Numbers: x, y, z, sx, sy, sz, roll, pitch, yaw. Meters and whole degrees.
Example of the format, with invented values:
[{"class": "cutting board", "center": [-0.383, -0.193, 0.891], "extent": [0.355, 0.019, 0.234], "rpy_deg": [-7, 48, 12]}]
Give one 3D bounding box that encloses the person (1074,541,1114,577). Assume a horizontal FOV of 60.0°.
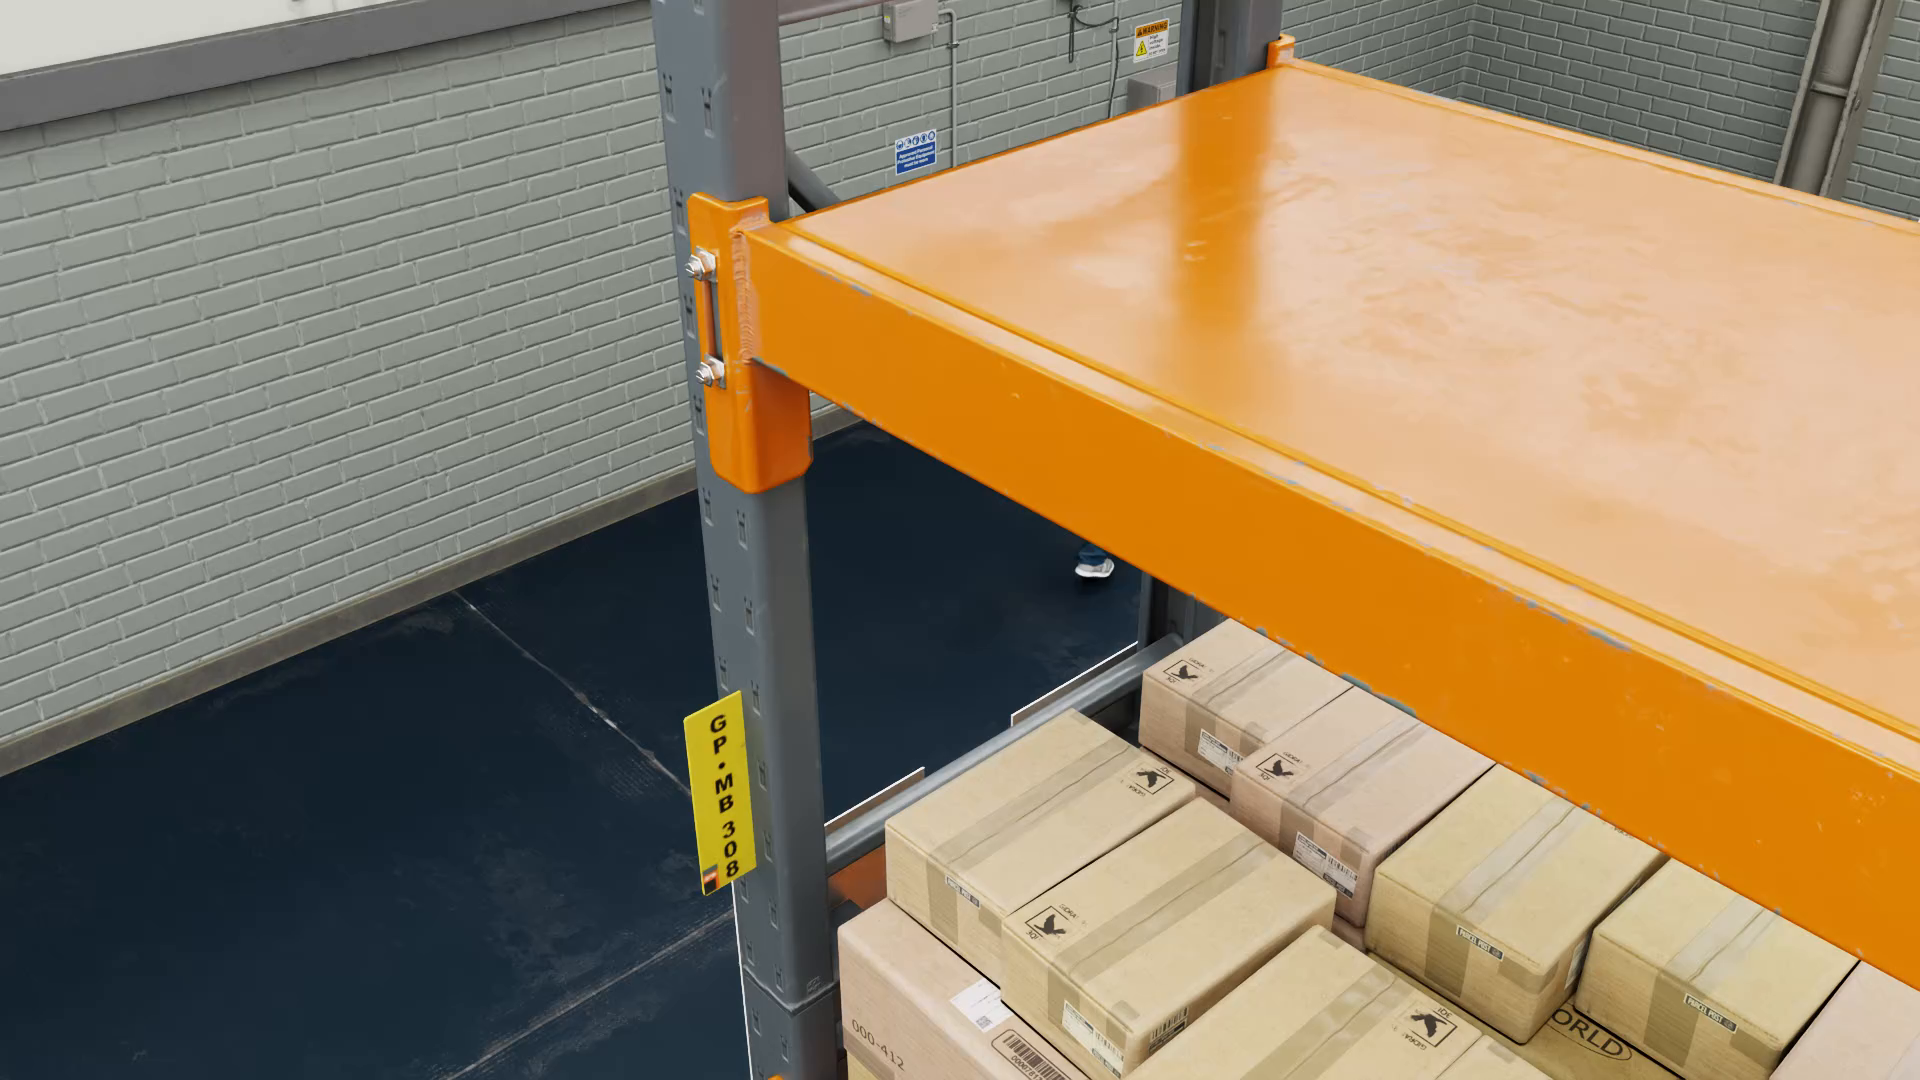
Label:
[{"class": "person", "center": [0.837, -0.533, 8.736], "extent": [0.727, 1.575, 0.435], "rpy_deg": [-26, 40, -35]}]
